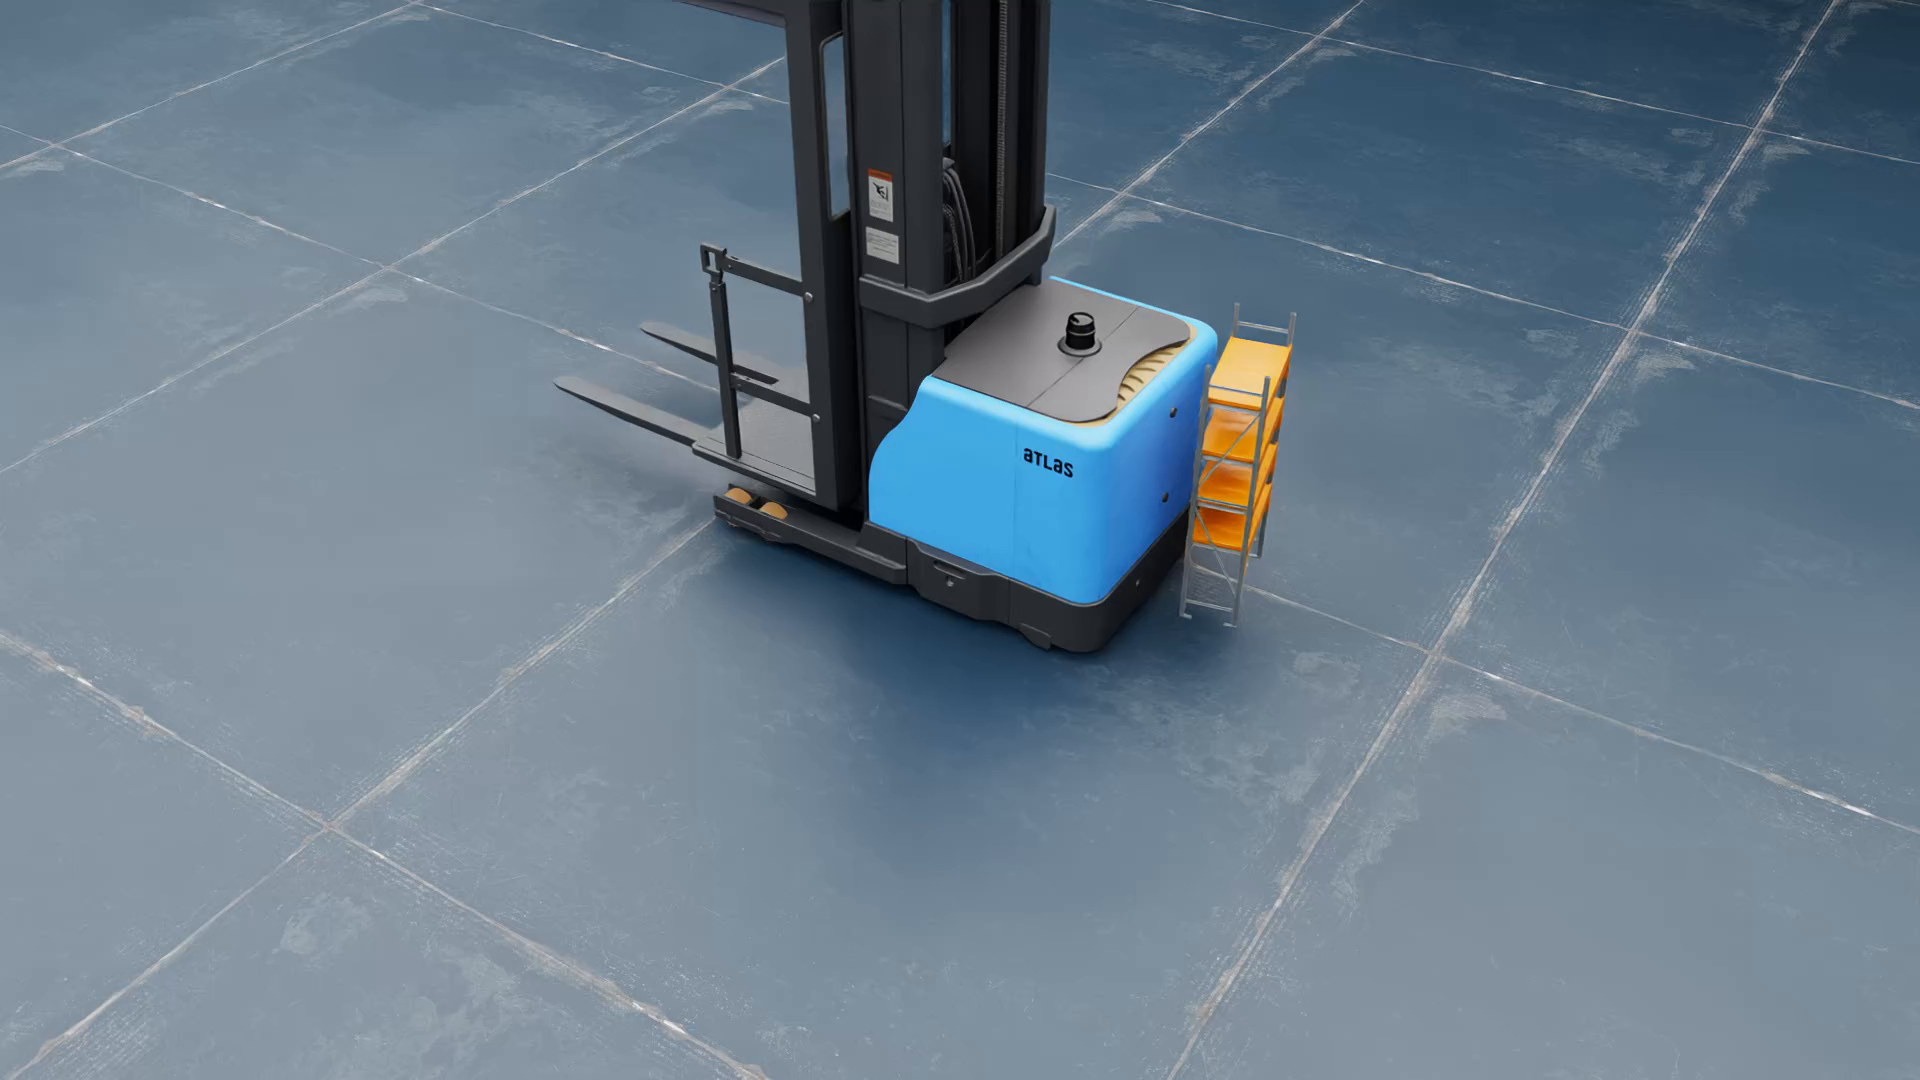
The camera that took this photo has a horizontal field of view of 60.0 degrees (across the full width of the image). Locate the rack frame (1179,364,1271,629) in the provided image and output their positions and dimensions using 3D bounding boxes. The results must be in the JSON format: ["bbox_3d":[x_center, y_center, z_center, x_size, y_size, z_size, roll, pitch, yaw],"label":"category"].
[{"bbox_3d":[1.017,-0.142,6.451,0.240,1.200,0.015,13,39,16],"label":"rack frame"}]

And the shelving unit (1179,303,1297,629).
[{"bbox_3d":[1.100,-0.282,6.633,0.258,1.200,0.503,13,39,16],"label":"shelving unit"}]

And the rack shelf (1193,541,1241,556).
[{"bbox_3d":[1.100,-0.094,6.778,0.199,0.029,0.442,13,39,16],"label":"rack shelf"}]

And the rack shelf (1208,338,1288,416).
[{"bbox_3d":[1.101,-0.624,6.369,0.221,0.050,0.457,13,39,16],"label":"rack shelf"}]

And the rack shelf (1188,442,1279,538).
[{"bbox_3d":[1.100,-0.229,6.674,0.258,0.148,0.480,13,39,16],"label":"rack shelf"}]

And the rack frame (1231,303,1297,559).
[{"bbox_3d":[1.184,-0.422,6.815,0.240,1.200,0.015,13,39,16],"label":"rack frame"}]

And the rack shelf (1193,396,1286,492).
[{"bbox_3d":[1.101,-0.406,6.537,0.258,0.148,0.480,13,39,16],"label":"rack shelf"}]

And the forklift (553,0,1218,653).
[{"bbox_3d":[-0.476,-1.404,6.671,3.031,2.935,1.130,21,43,25],"label":"forklift"}]
